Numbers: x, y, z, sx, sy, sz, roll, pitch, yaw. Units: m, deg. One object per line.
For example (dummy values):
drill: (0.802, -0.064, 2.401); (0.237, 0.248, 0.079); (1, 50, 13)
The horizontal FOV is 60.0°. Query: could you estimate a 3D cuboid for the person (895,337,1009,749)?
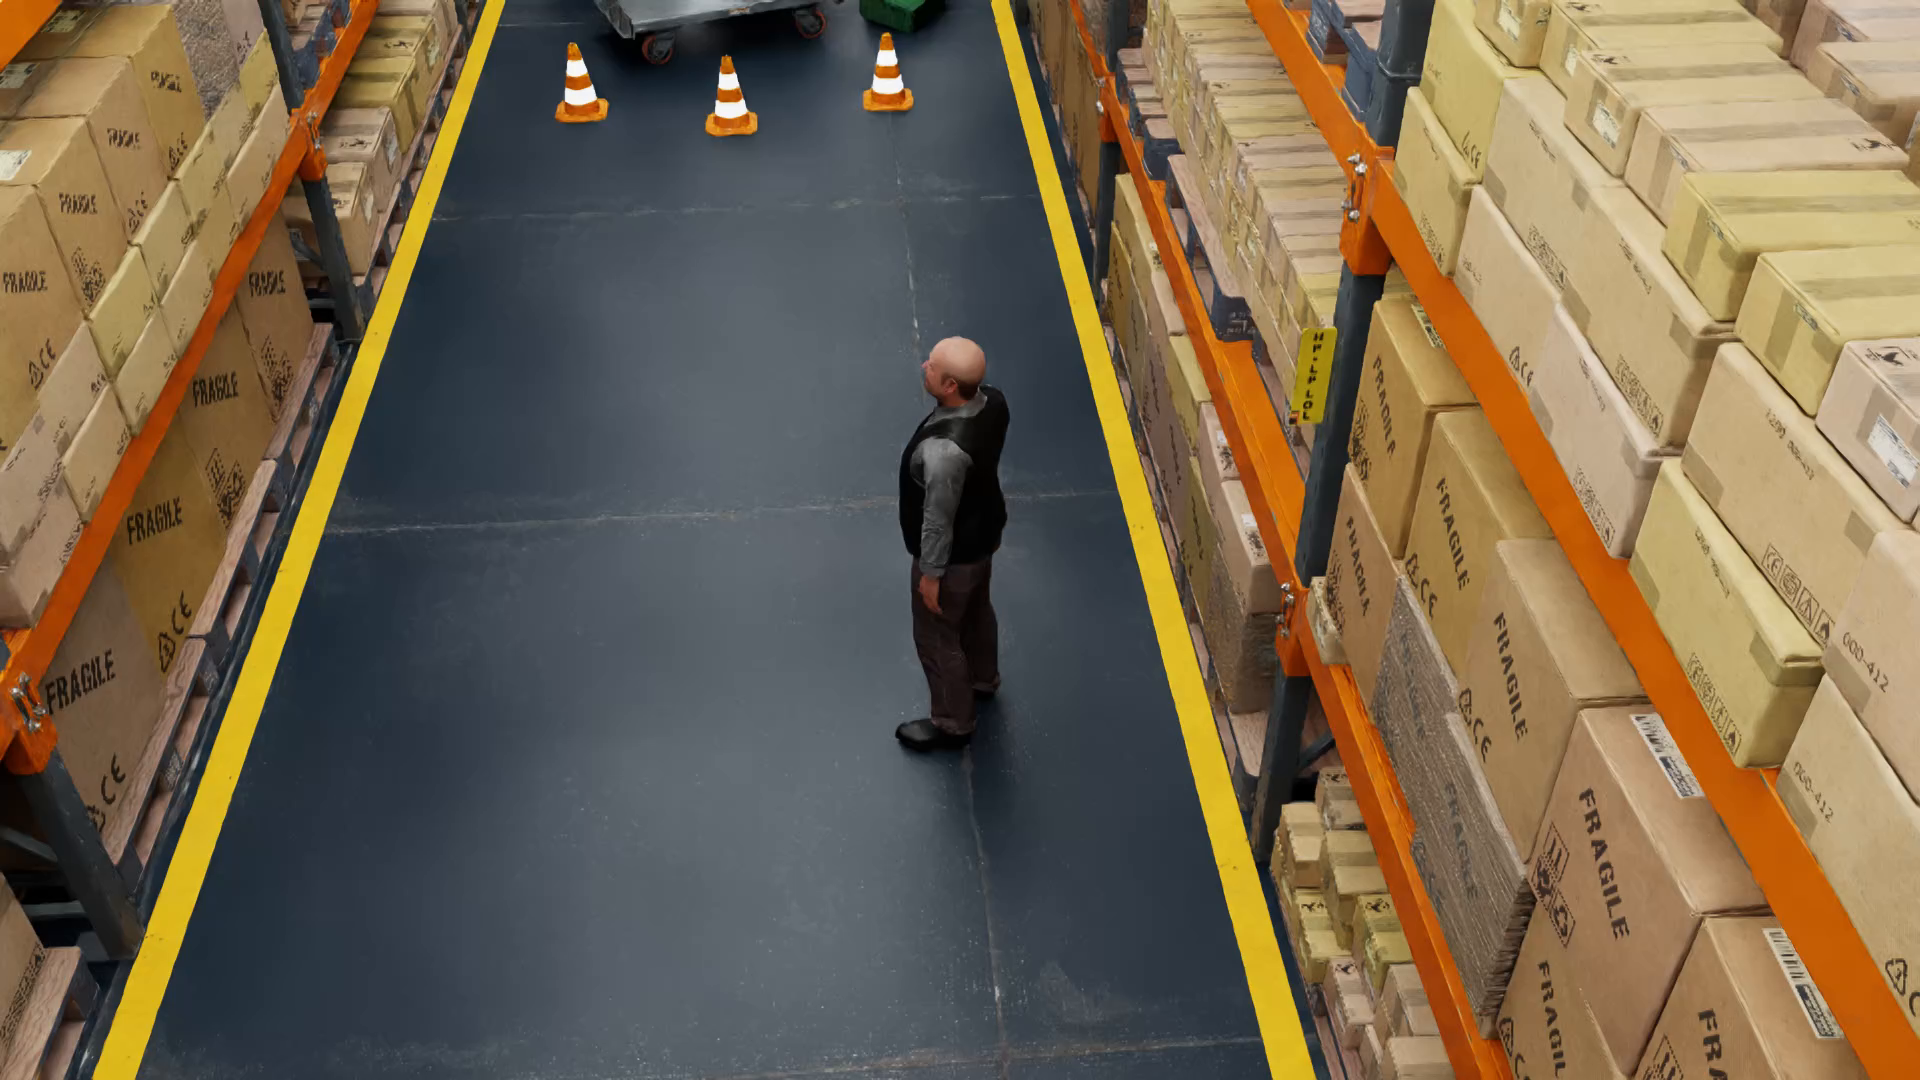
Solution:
person: (-0.024, 0.001, 6.141); (0.358, 1.723, 0.567); (12, 41, 15)
